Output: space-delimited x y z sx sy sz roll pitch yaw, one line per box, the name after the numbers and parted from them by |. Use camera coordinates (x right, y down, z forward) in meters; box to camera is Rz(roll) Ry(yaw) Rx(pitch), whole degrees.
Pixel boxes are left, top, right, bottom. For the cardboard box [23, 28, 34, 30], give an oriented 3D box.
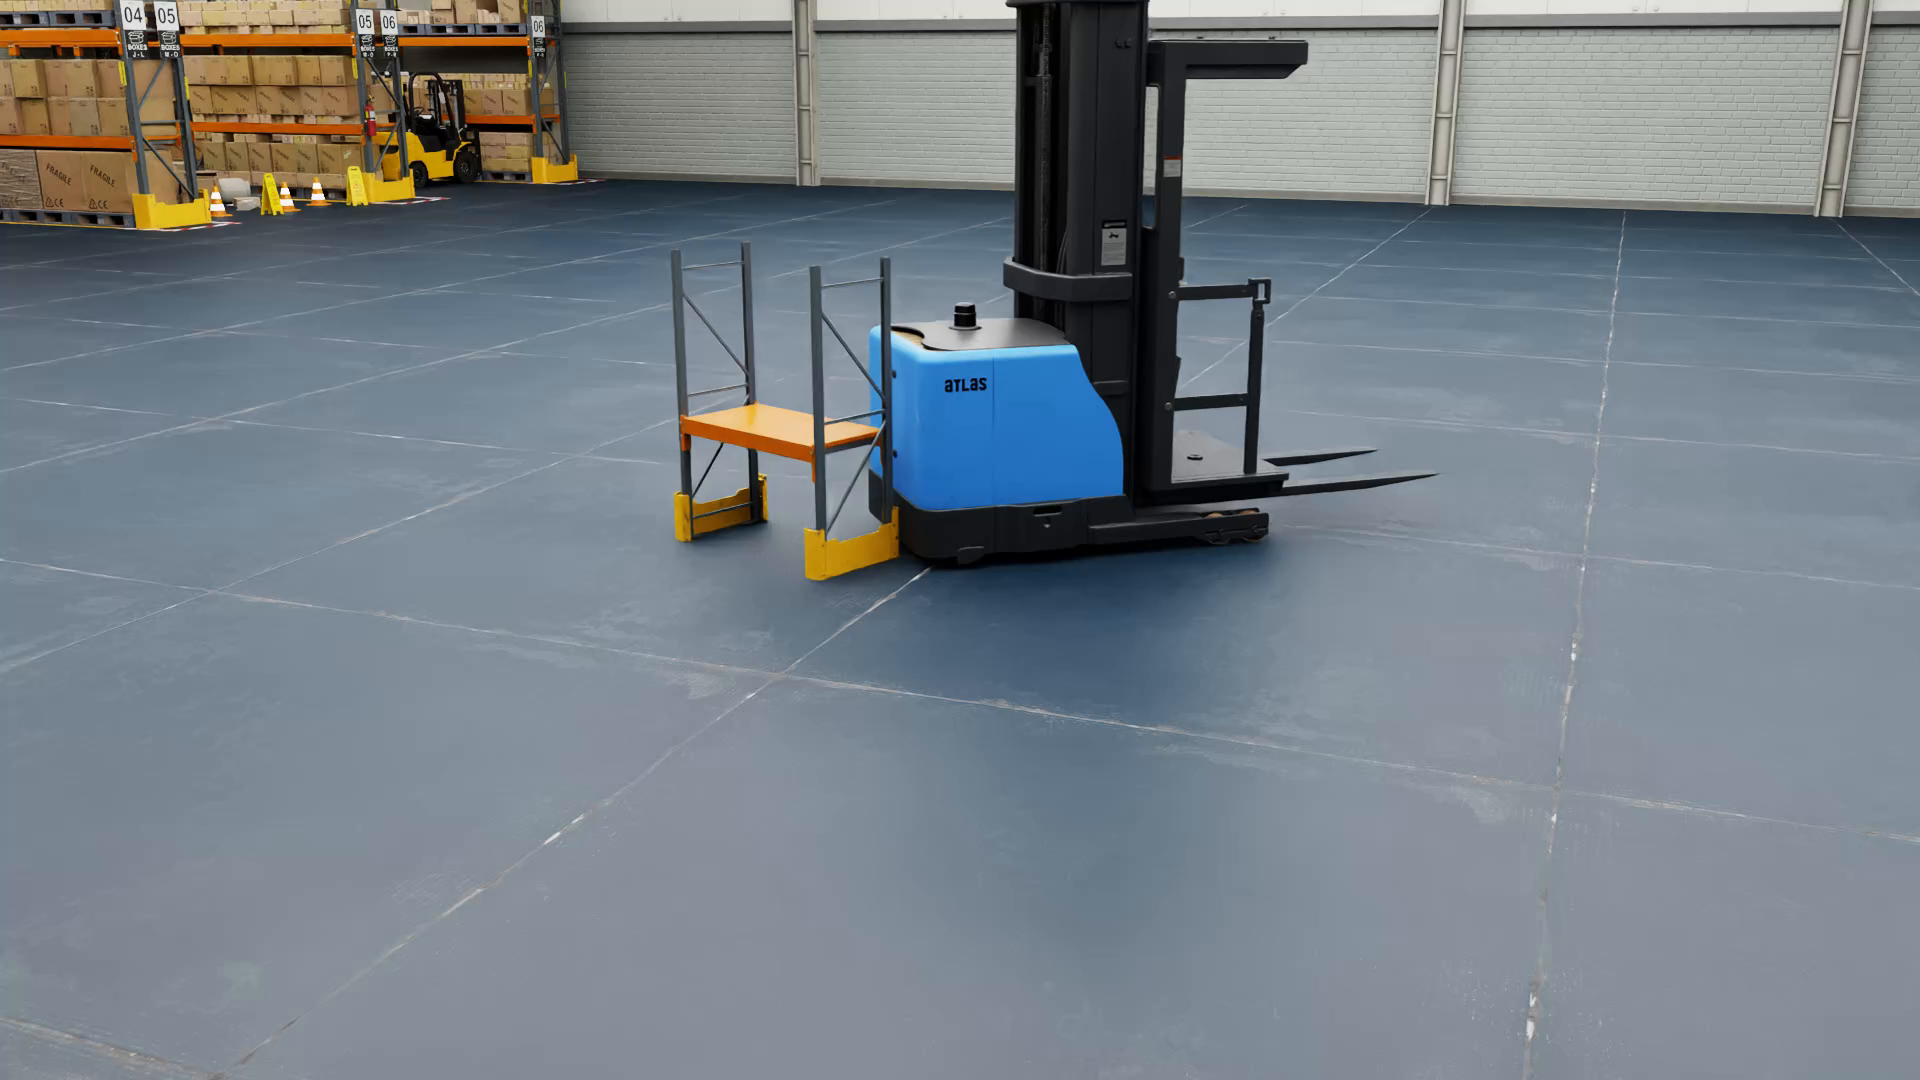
-17.268 -9.509 31.118 0.250 0.149 0.380 6 17 21 | cardboard box

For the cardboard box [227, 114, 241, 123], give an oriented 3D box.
-12.873 -7.554 29.764 0.250 0.149 0.380 7 18 22 | cardboard box

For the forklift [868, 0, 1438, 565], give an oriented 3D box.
1.085 -1.512 8.624 3.031 2.935 1.130 -5 17 -18 | forklift

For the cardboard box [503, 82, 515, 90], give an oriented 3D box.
-8.913 -9.075 33.211 0.250 0.149 0.380 7 17 22 | cardboard box

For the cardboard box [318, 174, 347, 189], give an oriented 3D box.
-10.930 -6.343 29.322 0.500 0.250 0.500 6 17 20 | cardboard box

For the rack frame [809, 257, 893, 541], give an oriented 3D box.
-0.512 -0.585 7.998 0.032 1.500 0.500 14 21 40 | rack frame

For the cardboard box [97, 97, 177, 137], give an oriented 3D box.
-12.141 -6.251 24.556 0.550 0.550 0.875 6 17 21 | cardboard box

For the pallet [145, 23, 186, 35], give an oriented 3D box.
-14.313 -9.297 30.275 1.003 0.211 1.213 6 17 21 | pallet

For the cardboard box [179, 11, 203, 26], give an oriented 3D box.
-13.469 -9.251 29.516 0.500 0.250 0.500 6 17 19 | cardboard box

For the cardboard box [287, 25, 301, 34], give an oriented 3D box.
-11.430 -8.840 28.814 0.250 0.149 0.380 6 17 20 | cardboard box

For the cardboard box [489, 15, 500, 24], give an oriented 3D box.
-9.121 -10.310 32.945 0.250 0.149 0.380 6 17 19 | cardboard box

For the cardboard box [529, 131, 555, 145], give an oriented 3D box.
-8.617 -8.194 33.904 0.500 0.250 0.500 6 17 20 | cardboard box

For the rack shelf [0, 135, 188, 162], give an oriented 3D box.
-13.639 -6.012 25.292 4.000 0.370 1.077 6 17 21 | rack shelf

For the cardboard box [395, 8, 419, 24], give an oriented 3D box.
-11.275 -10.643 33.801 0.500 0.311 0.500 7 17 22 | cardboard box

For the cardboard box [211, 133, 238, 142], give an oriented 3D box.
-13.234 -7.250 29.937 0.250 0.149 0.380 7 17 21 | cardboard box

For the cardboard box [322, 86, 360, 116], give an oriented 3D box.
-10.663 -7.622 28.834 0.500 0.500 0.500 6 17 20 | cardboard box

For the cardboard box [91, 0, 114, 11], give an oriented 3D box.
-12.212 -7.668 23.846 0.250 0.149 0.380 6 17 21 | cardboard box

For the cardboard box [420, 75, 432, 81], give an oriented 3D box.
-10.802 -9.437 33.924 0.250 0.149 0.380 6 17 20 | cardboard box

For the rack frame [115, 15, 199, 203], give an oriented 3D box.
-11.779 -6.153 24.487 0.127 3.000 1.000 6 17 21 | rack frame

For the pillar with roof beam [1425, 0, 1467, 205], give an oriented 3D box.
6.609 -8.963 23.406 0.400 9.000 9.100 6 17 21 | pillar with roof beam

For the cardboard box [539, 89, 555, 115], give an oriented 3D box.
-8.598 -8.905 33.789 0.500 0.500 0.500 7 18 22 | cardboard box

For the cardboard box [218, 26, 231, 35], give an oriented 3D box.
-12.865 -9.006 29.388 0.250 0.149 0.380 7 18 22 | cardboard box

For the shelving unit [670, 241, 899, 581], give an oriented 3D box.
-0.895 -0.682 8.332 1.083 1.500 0.587 14 21 40 | shelving unit

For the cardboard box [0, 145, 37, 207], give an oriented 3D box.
-14.940 -5.661 25.850 0.875 0.875 0.875 7 17 21 | cardboard box

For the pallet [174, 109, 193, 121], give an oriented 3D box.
-14.435 -7.880 30.780 1.213 0.211 1.003 6 17 21 | pallet

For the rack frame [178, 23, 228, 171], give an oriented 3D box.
-13.778 -7.856 30.354 0.127 3.000 1.000 6 17 21 | rack frame

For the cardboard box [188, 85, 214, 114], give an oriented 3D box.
-13.471 -7.930 29.895 0.500 0.500 0.500 6 17 20 | cardboard box

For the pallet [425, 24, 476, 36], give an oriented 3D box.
-10.026 -10.336 33.675 1.213 0.211 1.003 6 17 21 | pallet

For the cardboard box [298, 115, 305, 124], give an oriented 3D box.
-11.427 -7.419 29.300 0.250 0.149 0.380 7 17 21 | cardboard box

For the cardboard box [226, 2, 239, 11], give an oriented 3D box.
-12.626 -9.347 29.132 0.250 0.149 0.380 6 17 19 | cardboard box

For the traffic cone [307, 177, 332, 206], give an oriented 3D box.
-10.930 -5.938 28.298 0.334 0.463 0.336 6 17 21 | traffic cone

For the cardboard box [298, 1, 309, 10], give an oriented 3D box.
-11.167 -9.205 28.640 0.250 0.149 0.380 6 17 21 | cardboard box

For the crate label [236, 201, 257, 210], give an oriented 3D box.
-11.775 -5.523 27.453 0.298 0.136 0.250 -2 16 -8 | crate label

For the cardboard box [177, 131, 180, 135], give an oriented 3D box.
-17.188 -8.973 36.768 0.250 0.149 0.380 6 17 20 | cardboard box

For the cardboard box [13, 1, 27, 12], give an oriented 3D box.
-13.631 -7.825 24.384 0.250 0.149 0.380 7 17 21 | cardboard box

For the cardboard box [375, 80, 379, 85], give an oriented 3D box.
-12.208 -9.595 35.001 0.250 0.149 0.380 6 17 19 | cardboard box

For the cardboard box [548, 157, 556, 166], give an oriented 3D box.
-8.624 -7.717 34.053 0.500 0.250 0.500 6 17 21 | cardboard box

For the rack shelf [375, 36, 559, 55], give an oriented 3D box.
-10.099 -10.034 33.767 4.000 0.370 1.077 6 17 21 | rack shelf

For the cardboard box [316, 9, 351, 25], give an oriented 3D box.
-10.632 -8.941 28.446 0.500 0.250 0.500 6 17 20 | cardboard box

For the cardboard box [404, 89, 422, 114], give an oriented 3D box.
-11.152 -9.030 34.218 0.500 0.500 0.500 7 17 22 | cardboard box

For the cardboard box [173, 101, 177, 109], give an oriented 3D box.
-14.358 -7.918 30.265 0.250 0.149 0.380 7 17 21 | cardboard box

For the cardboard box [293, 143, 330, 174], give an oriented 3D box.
-11.384 -6.755 29.395 0.500 0.500 0.500 7 18 23 | cardboard box

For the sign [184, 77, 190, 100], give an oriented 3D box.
-11.570 -6.750 24.849 0.005 0.325 0.100 6 17 21 | sign

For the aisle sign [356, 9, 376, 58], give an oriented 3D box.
-10.105 -8.614 28.301 0.004 0.787 0.394 6 17 21 | aisle sign

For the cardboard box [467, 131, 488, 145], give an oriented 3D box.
-9.732 -8.162 33.793 0.500 0.250 0.500 7 17 21 | cardboard box

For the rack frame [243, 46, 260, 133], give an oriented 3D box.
-15.681 -9.553 36.199 0.127 3.000 1.000 6 17 21 | rack frame

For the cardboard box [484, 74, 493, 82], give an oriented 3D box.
-9.348 -9.301 33.454 0.250 0.149 0.380 6 17 21 | cardboard box

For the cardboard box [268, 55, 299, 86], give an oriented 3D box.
-11.592 -8.193 29.008 0.500 0.500 0.700 6 17 20 | cardboard box
